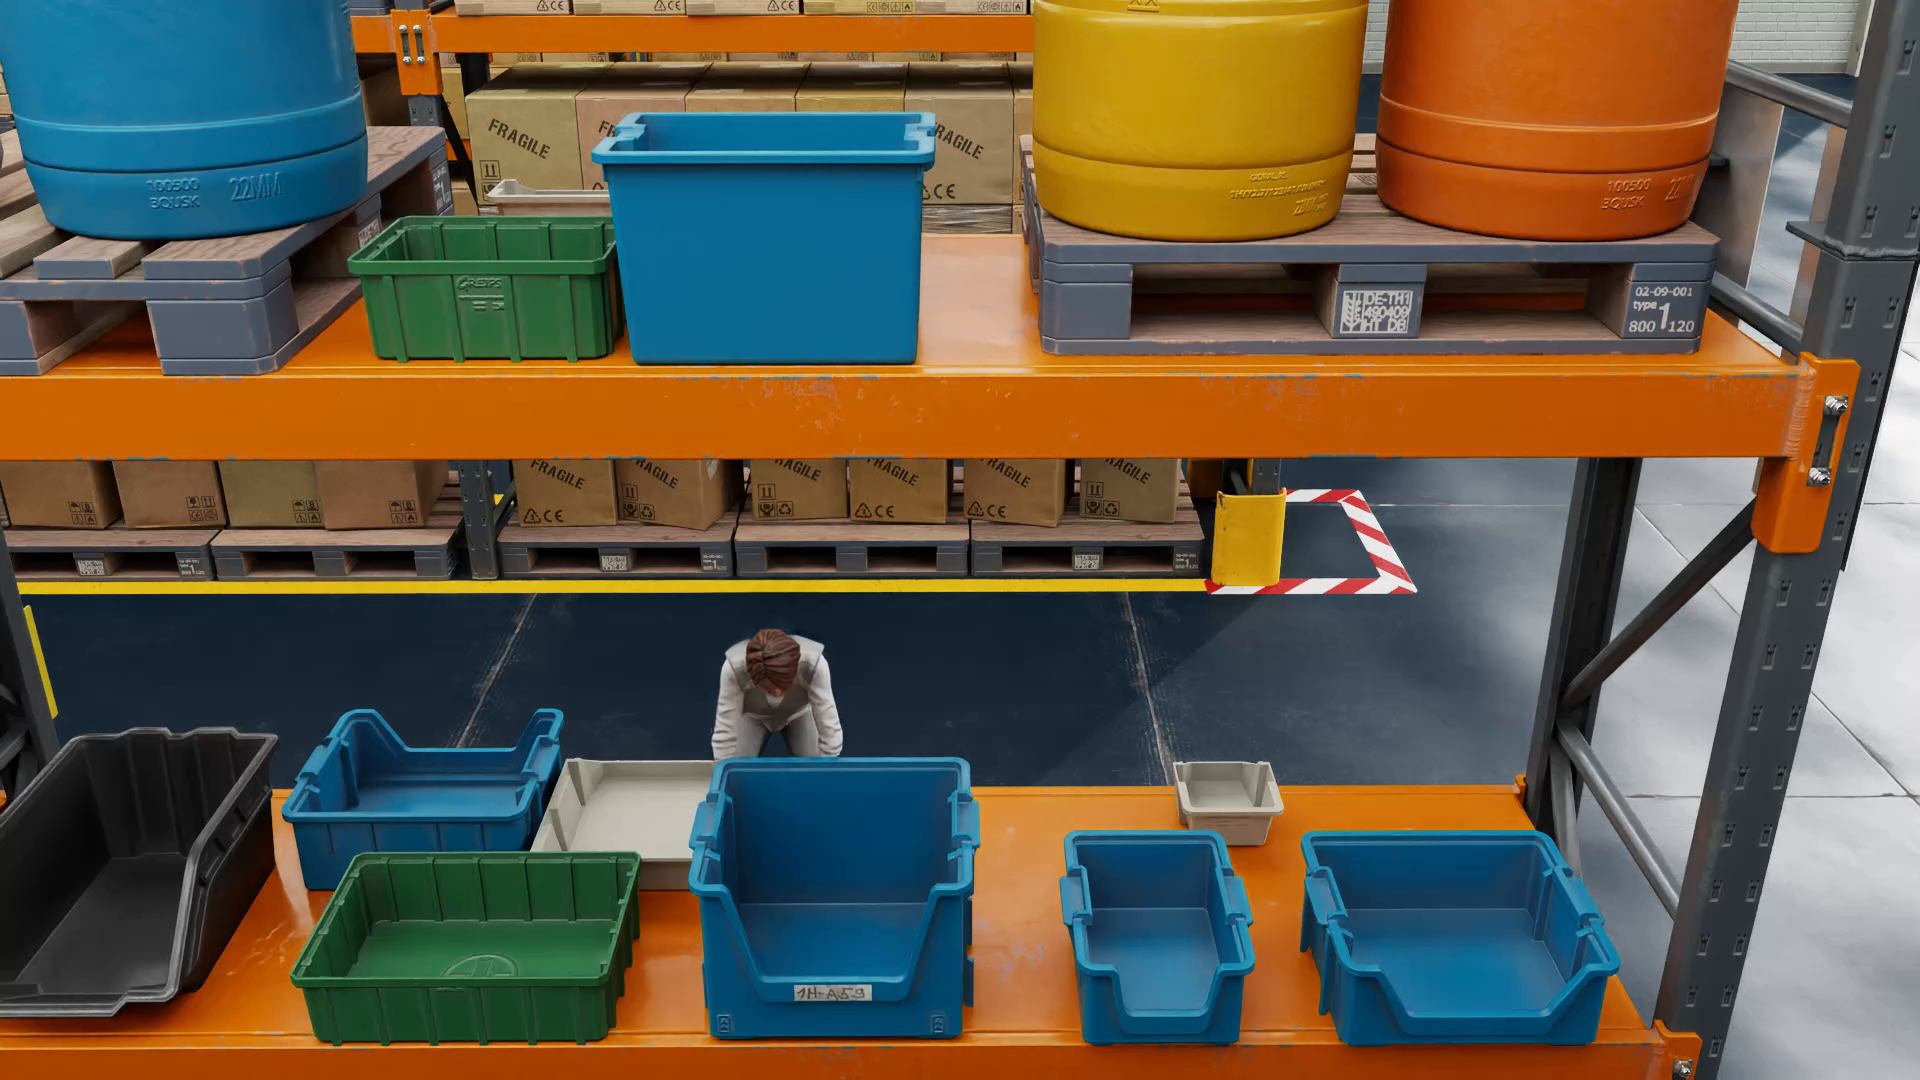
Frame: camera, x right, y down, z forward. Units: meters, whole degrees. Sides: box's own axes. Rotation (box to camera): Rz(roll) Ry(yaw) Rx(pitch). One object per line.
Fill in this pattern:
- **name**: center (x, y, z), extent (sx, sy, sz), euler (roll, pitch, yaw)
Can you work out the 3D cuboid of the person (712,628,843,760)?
- **person**: center (-0.646, 0.744, 6.029), extent (0.463, 1.148, 0.721), euler (0, 24, 0)
